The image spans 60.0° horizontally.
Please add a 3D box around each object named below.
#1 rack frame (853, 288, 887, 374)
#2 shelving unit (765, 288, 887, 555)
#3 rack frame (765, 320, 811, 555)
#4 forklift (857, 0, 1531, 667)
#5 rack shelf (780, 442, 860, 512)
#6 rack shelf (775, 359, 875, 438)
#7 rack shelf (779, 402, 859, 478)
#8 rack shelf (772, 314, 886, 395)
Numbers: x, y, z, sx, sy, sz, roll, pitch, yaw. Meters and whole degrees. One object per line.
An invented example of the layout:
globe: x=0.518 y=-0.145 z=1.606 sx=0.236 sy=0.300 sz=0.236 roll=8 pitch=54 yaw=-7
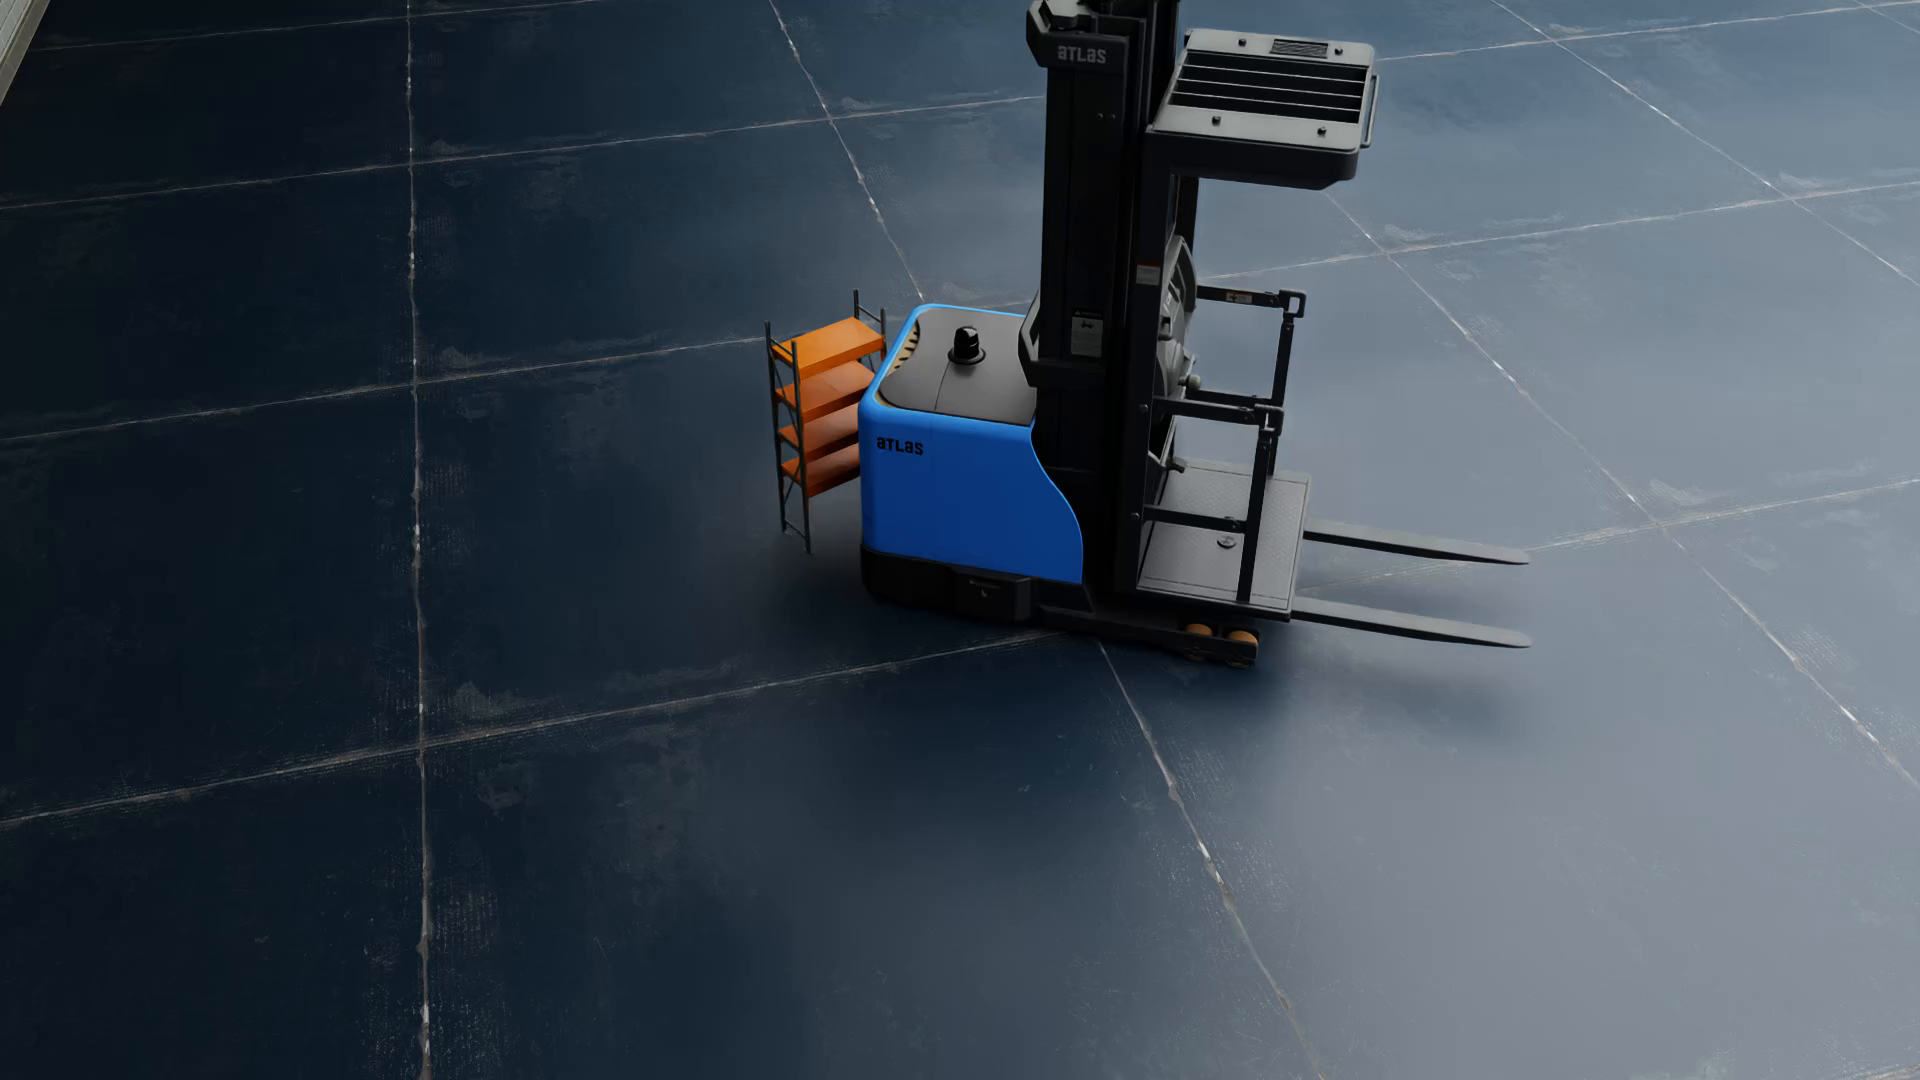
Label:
rack frame: x=-0.421 y=-0.644 z=8.084 sx=0.015 sy=1.200 sz=0.240 roll=-25 pitch=44 yaw=-29
shelving unit: x=-0.615 y=-0.553 z=7.965 sx=0.503 sy=1.200 sz=0.258 roll=-25 pitch=44 yaw=-29
rack frame: x=-0.808 y=-0.463 z=7.847 sx=0.015 sy=1.200 sz=0.240 roll=-25 pitch=44 yaw=-29
forklift: x=1.110 y=-0.950 z=7.059 sx=3.031 sy=2.935 sz=1.130 roll=9 pitch=38 yaw=11
rack shelf: x=-0.615 y=-0.342 z=8.127 sx=0.480 sy=0.148 sz=0.258 roll=-25 pitch=44 yaw=-29
rack shelf: x=-0.615 y=-0.678 z=7.870 sx=0.480 sy=0.148 sz=0.258 roll=-25 pitch=44 yaw=-29
rack shelf: x=-0.615 y=-0.500 z=8.006 sx=0.480 sy=0.148 sz=0.258 roll=-25 pitch=44 yaw=-29
rack shelf: x=-0.615 y=-0.865 z=7.726 sx=0.480 sy=0.148 sz=0.258 roll=-25 pitch=44 yaw=-29
